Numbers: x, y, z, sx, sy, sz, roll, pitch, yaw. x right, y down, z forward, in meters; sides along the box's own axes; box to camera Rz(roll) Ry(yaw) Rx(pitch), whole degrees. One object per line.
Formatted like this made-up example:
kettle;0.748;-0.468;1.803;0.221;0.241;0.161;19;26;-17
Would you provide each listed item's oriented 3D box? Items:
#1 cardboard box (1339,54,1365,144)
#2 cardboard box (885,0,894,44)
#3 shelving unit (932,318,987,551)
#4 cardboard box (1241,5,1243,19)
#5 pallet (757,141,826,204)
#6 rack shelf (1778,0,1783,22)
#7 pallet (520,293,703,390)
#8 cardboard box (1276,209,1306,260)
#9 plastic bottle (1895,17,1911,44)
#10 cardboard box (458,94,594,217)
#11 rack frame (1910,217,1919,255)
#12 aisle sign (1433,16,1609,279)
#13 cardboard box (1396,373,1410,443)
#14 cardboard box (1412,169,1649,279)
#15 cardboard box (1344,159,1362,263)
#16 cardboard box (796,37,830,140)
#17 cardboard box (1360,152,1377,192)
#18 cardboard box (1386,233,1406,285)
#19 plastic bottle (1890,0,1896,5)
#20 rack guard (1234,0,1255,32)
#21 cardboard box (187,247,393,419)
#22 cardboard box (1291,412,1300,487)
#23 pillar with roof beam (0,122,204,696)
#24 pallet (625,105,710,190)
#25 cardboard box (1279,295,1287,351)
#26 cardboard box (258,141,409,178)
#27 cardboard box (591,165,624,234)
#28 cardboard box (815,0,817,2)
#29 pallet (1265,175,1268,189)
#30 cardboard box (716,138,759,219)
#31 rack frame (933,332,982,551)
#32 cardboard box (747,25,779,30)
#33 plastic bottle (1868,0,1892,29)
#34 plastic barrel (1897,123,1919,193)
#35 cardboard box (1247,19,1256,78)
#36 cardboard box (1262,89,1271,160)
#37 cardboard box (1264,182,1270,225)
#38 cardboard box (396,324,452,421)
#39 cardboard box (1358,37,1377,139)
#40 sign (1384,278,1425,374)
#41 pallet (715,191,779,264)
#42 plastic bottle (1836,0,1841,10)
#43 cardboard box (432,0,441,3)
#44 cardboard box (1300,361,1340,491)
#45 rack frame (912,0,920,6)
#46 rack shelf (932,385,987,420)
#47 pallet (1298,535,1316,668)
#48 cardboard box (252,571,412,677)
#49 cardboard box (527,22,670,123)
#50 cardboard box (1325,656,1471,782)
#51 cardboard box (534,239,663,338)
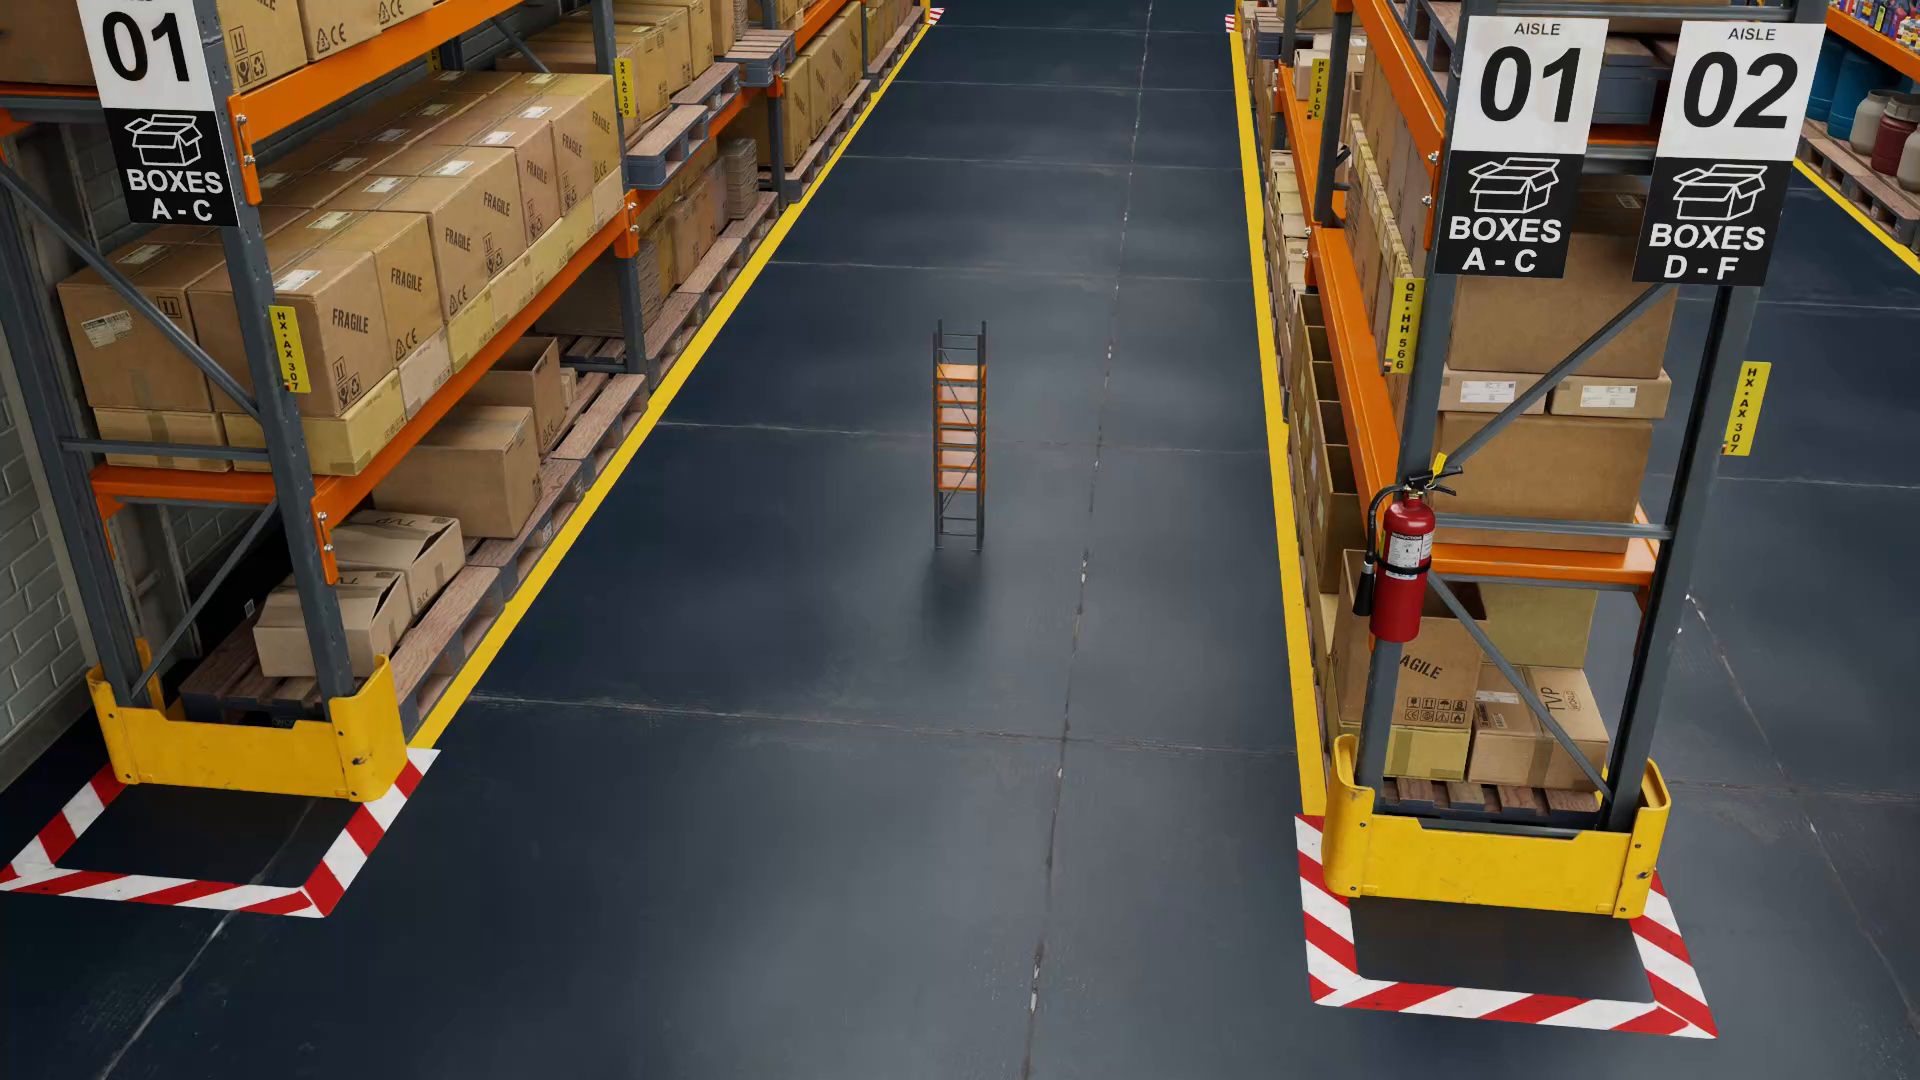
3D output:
cardboard box;2.710;-2.814;10.705;0.500;0.500;0.500;3;28;6
cardboard box;-1.139;-5.886;18.705;0.700;0.500;0.500;4;29;7
shelving unit;-0.002;-0.521;8.453;0.258;1.200;0.189;3;28;6
cardboard box;3.522;-6.226;19.667;0.380;0.166;0.250;3;28;6
pallet;-1.781;-3.234;14.530;1.003;0.211;1.213;3;28;6
rack shelf;8.615;-6.026;17.532;1.077;0.370;4.000;3;28;6
pallet;-2.349;-1.351;11.034;1.003;0.211;1.213;3;28;6
cardboard box;2.426;-2.070;11.295;0.500;0.311;0.500;3;28;6
plastic bottle;7.650;-4.129;13.461;0.097;0.201;0.097;0;28;0
cardboard box;-2.249;-2.009;8.662;0.500;0.500;0.500;3;28;6
rack frame;7.880;-3.519;12.119;1.000;3.000;0.127;3;28;6
aisle sign;1.685;-1.173;5.024;0.394;0.787;0.004;3;28;6
cardboard box;2.114;-0.553;6.509;0.700;0.500;0.500;4;29;8
cardboard box;2.120;-1.150;6.248;0.700;0.500;0.500;3;28;5
cardboard box;2.426;-1.760;8.749;0.700;0.500;0.500;3;28;5
cardboard box;-1.618;-4.083;14.991;0.750;0.750;0.750;3;28;6
cardboard box;2.158;-1.777;8.096;0.380;0.149;0.250;3;28;6
cardboard box;1.999;-1.173;6.975;0.380;0.149;0.250;4;29;8
plastic bottle;7.746;-4.367;13.816;0.061;0.283;0.133;3;28;6
rack guard;3.935;-6.438;20.173;1.175;0.500;0.348;3;28;6
cardboard box;-2.576;-0.809;6.435;0.500;0.500;0.500;3;28;6
cardboard box;2.050;-0.464;8.905;0.500;0.250;0.500;3;28;6
pillar with roof beam;0.567;-3.099;5.015;9.100;9.000;0.400;3;28;6
pallet;-2.205;-2.478;10.390;1.003;0.211;1.213;3;28;6
cardboard box;2.301;-1.350;10.549;0.500;0.250;0.500;3;28;5
cardboard box;-2.894;-1.553;7.816;0.500;0.500;0.500;4;29;7
cardboard box;-2.200;-1.914;9.277;0.500;0.250;0.500;3;29;6
cardboard box;-1.466;-4.980;15.075;0.380;0.149;0.250;4;29;8
pallet;3.093;-2.930;13.966;1.003;0.211;1.213;3;28;6
cardboard box;-1.989;-2.846;13.041;0.700;0.500;0.500;4;29;7
rack frame;-0.013;-0.478;8.373;0.240;1.200;0.006;3;28;6
cardboard box;-1.682;-4.134;13.505;0.380;0.149;0.250;3;28;5
plastic bottle;7.746;-4.473;13.941;0.144;0.351;0.185;3;28;6
plastic barrel;7.903;-3.111;13.542;0.421;0.512;0.421;0;28;0
cardboard box;3.243;-5.069;17.168;0.500;0.500;0.500;3;28;6
cardboard box;2.910;-3.599;14.440;0.500;0.500;0.500;2;28;4
cardboard box;2.609;-2.553;12.783;0.500;0.250;0.500;3;28;6
cardboard box;-2.508;-0.728;7.076;0.500;0.250;0.500;2;28;5
cardboard box;2.426;-2.331;8.442;0.700;0.500;0.500;3;29;6
sign;1.447;-0.695;5.406;0.100;0.325;0.005;3;28;6
pallet;-2.050;-2.499;13.166;1.003;0.211;1.213;3;28;6
plastic bottle;7.825;-4.802;14.709;0.097;0.201;0.097;0;28;0
cardboard box;-2.438;-2.594;7.113;0.500;0.500;0.500;5;29;9
cardboard box;1.984;-0.559;8.291;0.500;0.500;0.500;3;28;6
rack frame;-0.972;-7.860;20.177;1.000;3.000;0.127;3;28;6
rack shelf;-0.002;-0.694;8.360;0.258;0.103;0.180;3;28;6
pallet;2.188;0.250;8.063;1.003;0.211;1.213;3;28;6
cardboard box;-2.759;0.341;7.326;0.500;0.311;0.500;0;28;0
cardboard box;-2.271;-2.950;10.493;0.700;0.500;0.500;6;29;11
cardboard box;1.757;0.713;6.719;0.500;0.250;0.500;3;28;6
cardboard box;-2.369;-1.652;10.826;0.700;0.500;0.500;4;29;8
